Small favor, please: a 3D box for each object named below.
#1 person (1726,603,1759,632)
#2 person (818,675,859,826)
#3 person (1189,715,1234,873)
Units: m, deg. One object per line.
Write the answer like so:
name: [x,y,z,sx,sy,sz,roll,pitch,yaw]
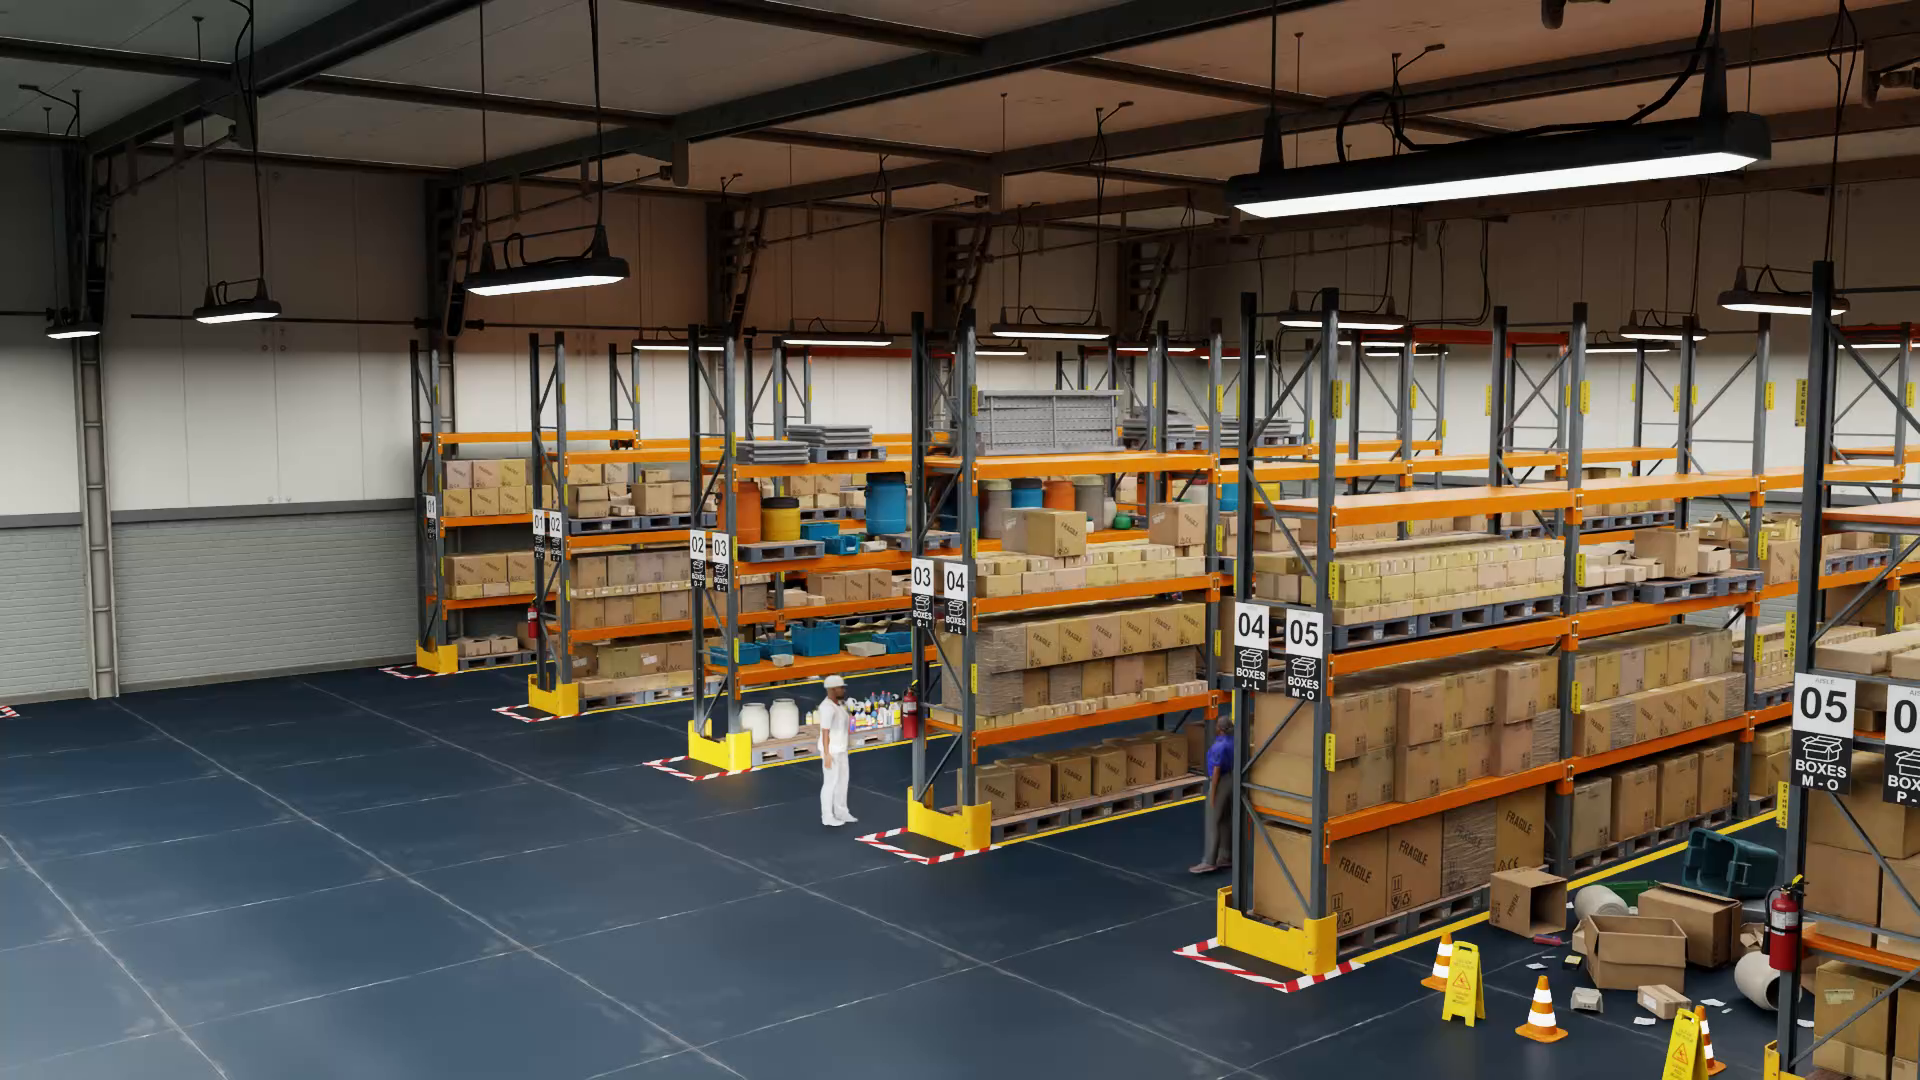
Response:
person: [13.066,1.723,27.751,0.572,1.741,0.650,5,7,42]
person: [-1.449,2.495,19.592,0.426,1.804,0.625,1,5,12]
person: [2.724,2.707,17.799,0.391,1.659,0.558,3,6,27]
